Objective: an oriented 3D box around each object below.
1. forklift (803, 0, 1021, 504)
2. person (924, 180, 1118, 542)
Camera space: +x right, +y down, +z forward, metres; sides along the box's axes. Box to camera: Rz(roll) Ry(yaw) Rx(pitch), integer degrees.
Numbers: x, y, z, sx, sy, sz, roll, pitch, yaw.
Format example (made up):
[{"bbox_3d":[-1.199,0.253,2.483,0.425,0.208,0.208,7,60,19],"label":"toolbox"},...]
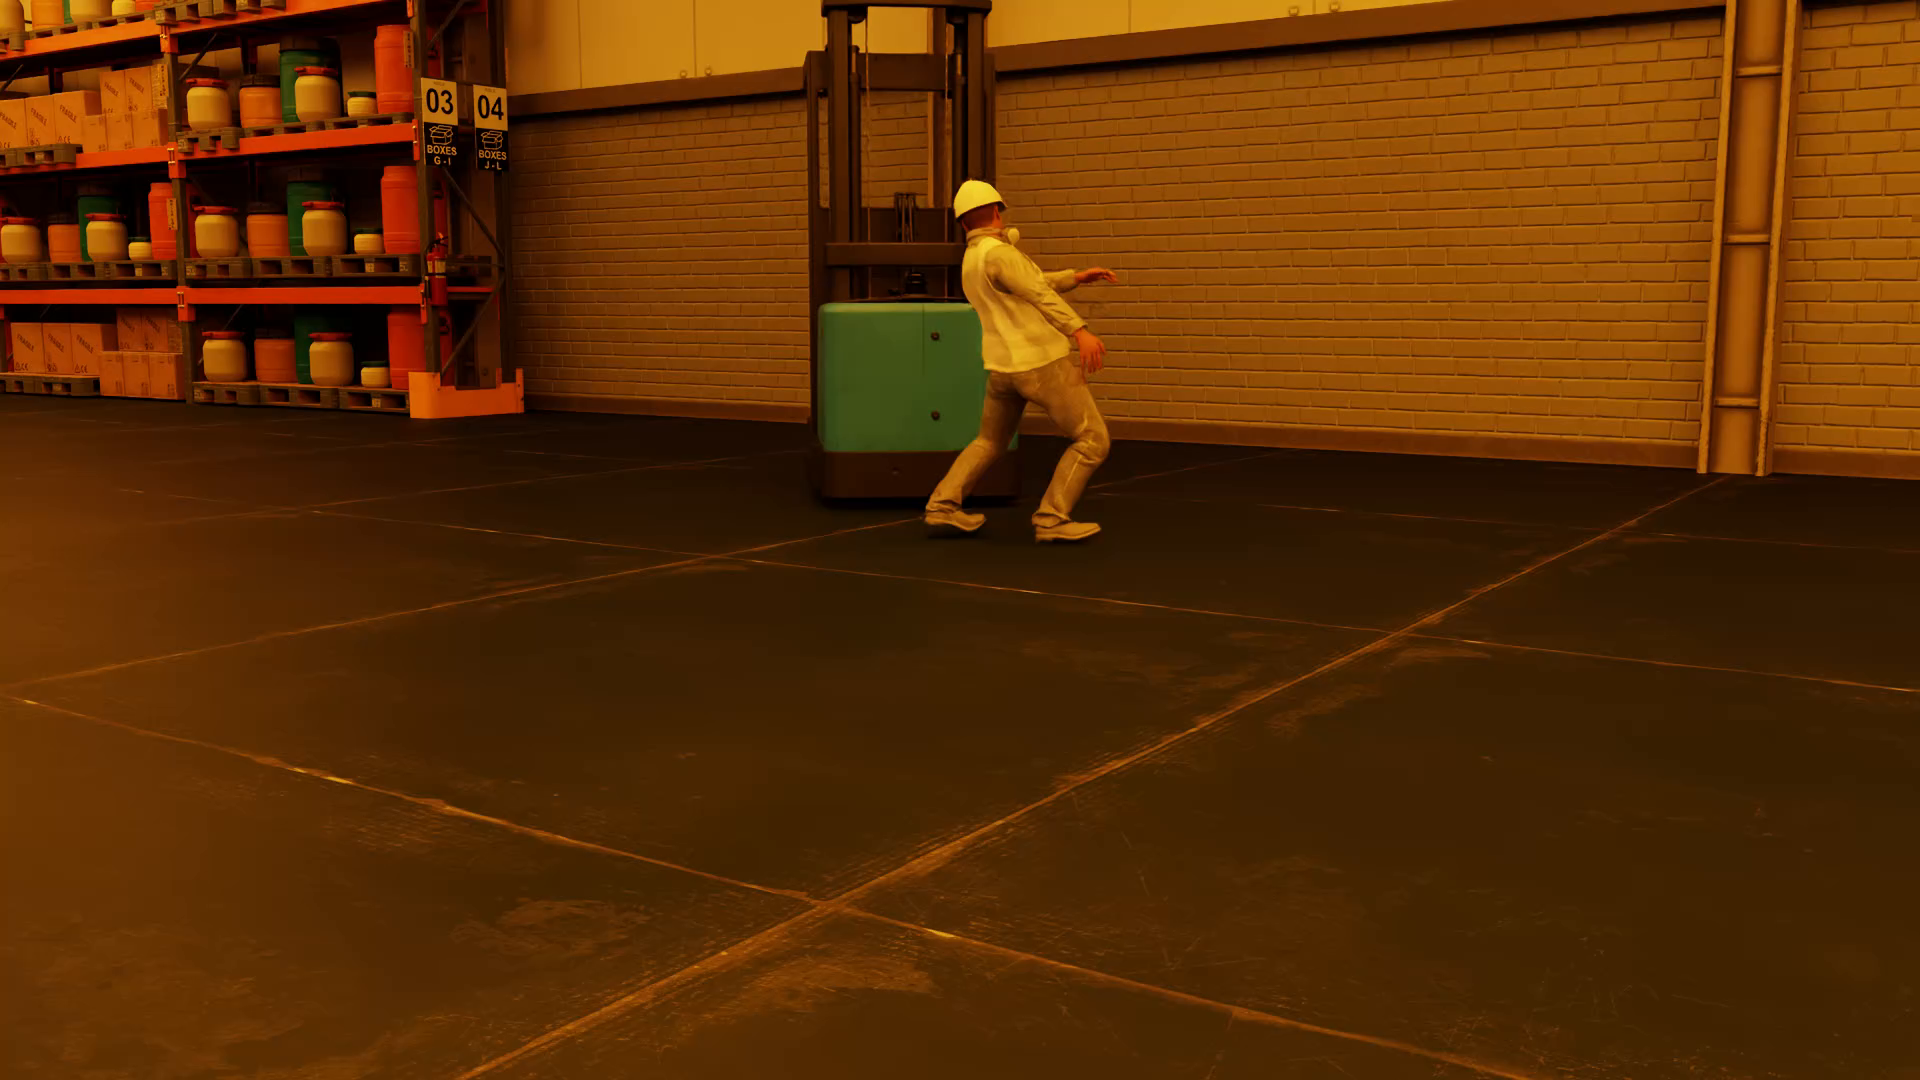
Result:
[{"bbox_3d":[-0.371,-1.815,9.958,1.130,2.935,3.031,-1,8,-7],"label":"forklift"},{"bbox_3d":[0.373,-0.809,7.507,0.843,1.609,0.837,-5,10,-33],"label":"person"}]
